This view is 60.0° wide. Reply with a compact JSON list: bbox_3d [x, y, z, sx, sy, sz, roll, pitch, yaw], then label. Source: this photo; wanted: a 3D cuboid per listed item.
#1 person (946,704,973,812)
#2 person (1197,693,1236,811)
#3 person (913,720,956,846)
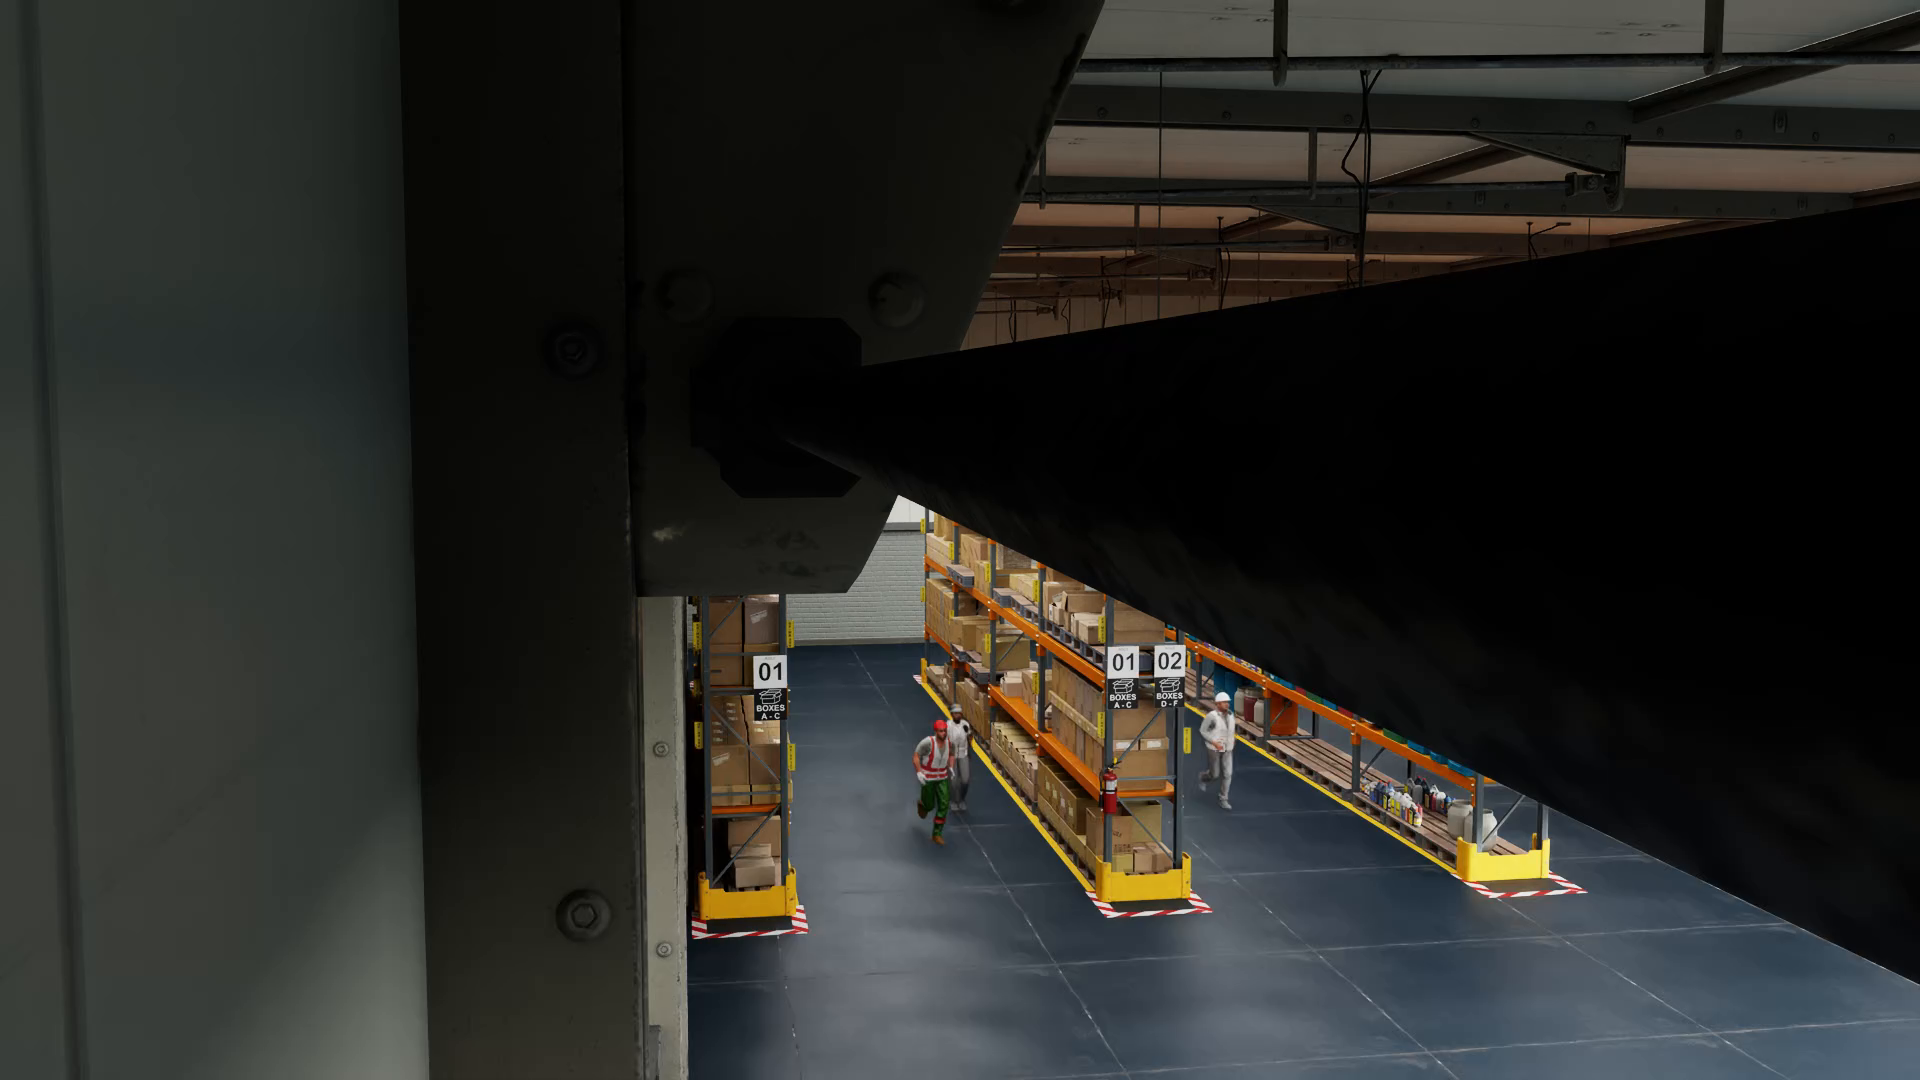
[{"bbox_3d":[-0.046,3.290,25.090,0.571,1.672,0.627,-1,5,-11],"label":"person"},{"bbox_3d":[3.987,3.212,25.656,0.684,1.764,0.878,-2,6,-26],"label":"person"},{"bbox_3d":[-0.373,3.397,23.673,0.662,1.759,0.895,-2,5,-23],"label":"person"}]
